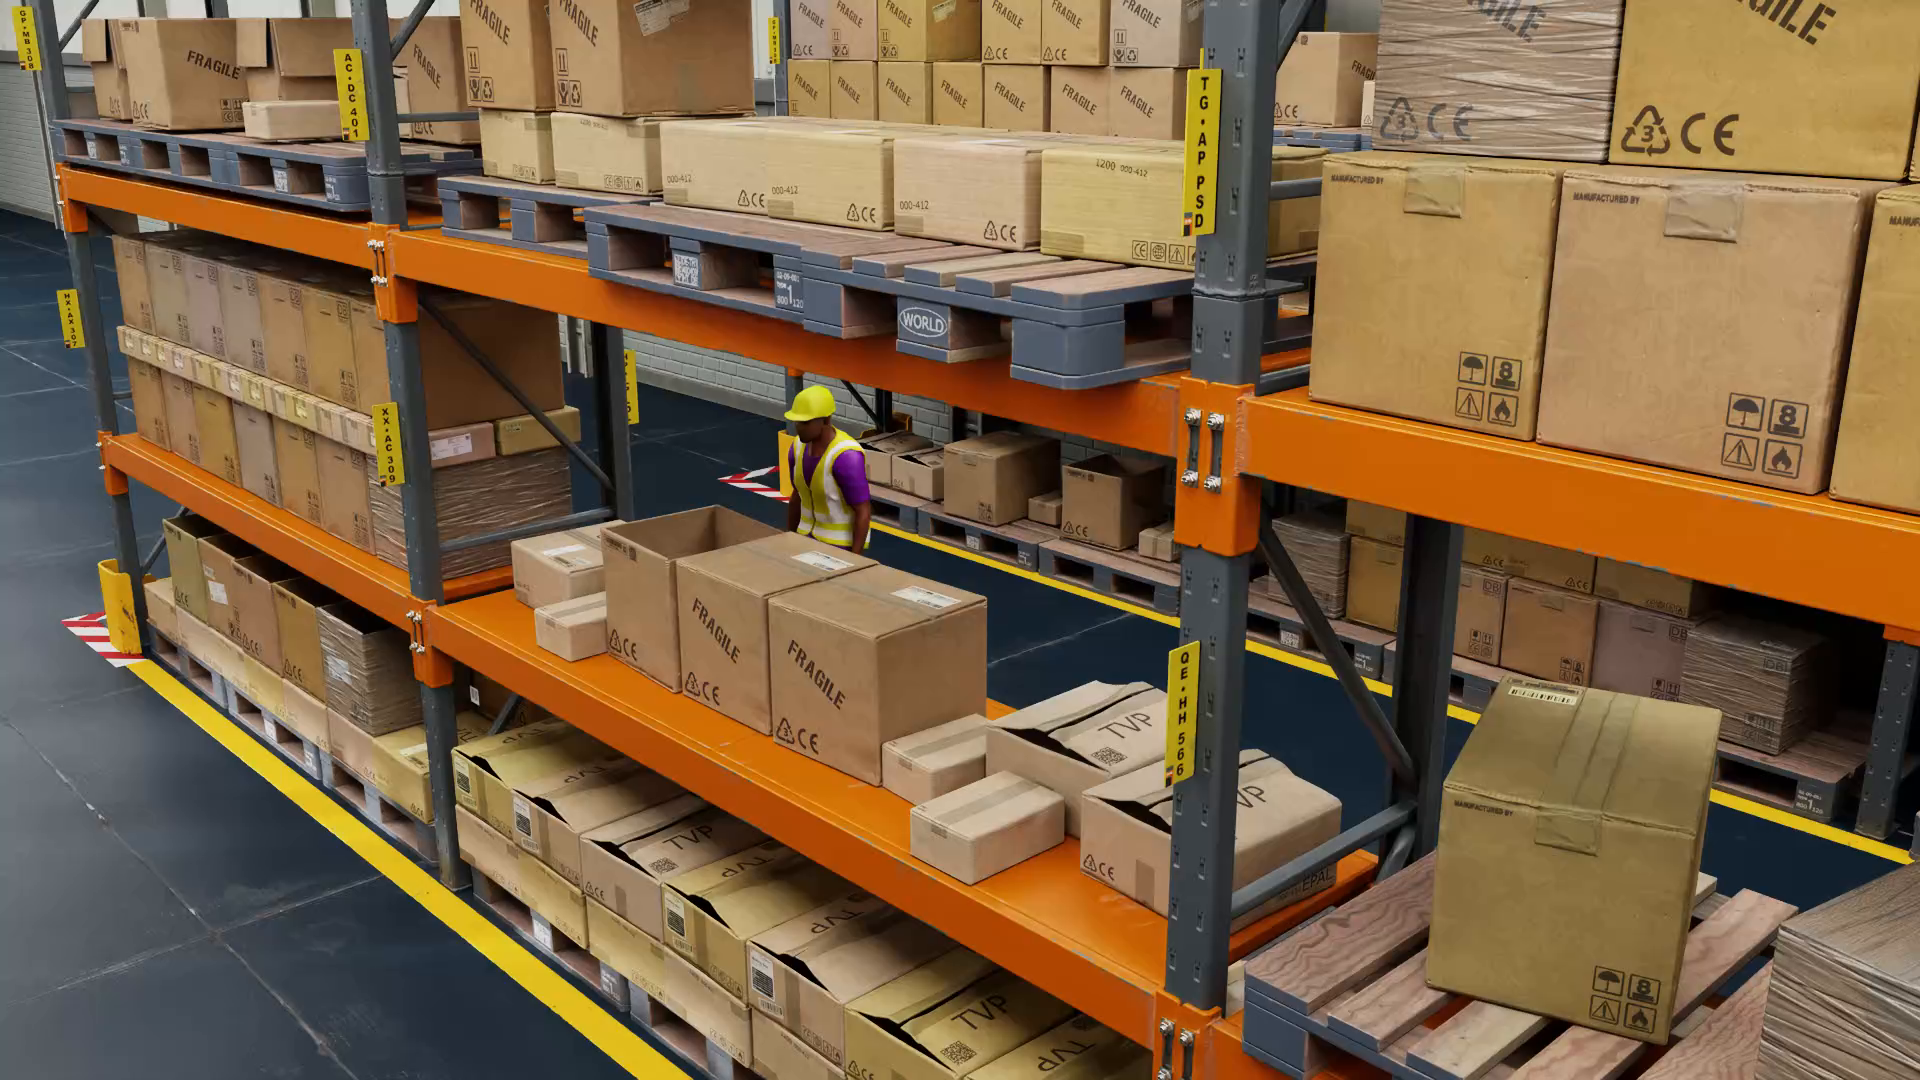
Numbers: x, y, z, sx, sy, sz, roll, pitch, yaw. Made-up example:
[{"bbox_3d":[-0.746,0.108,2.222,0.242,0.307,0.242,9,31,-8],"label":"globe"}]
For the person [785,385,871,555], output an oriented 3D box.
[{"bbox_3d":[-0.729,0.027,8.928,0.456,1.761,0.627,-15,23,-41],"label":"person"}]
